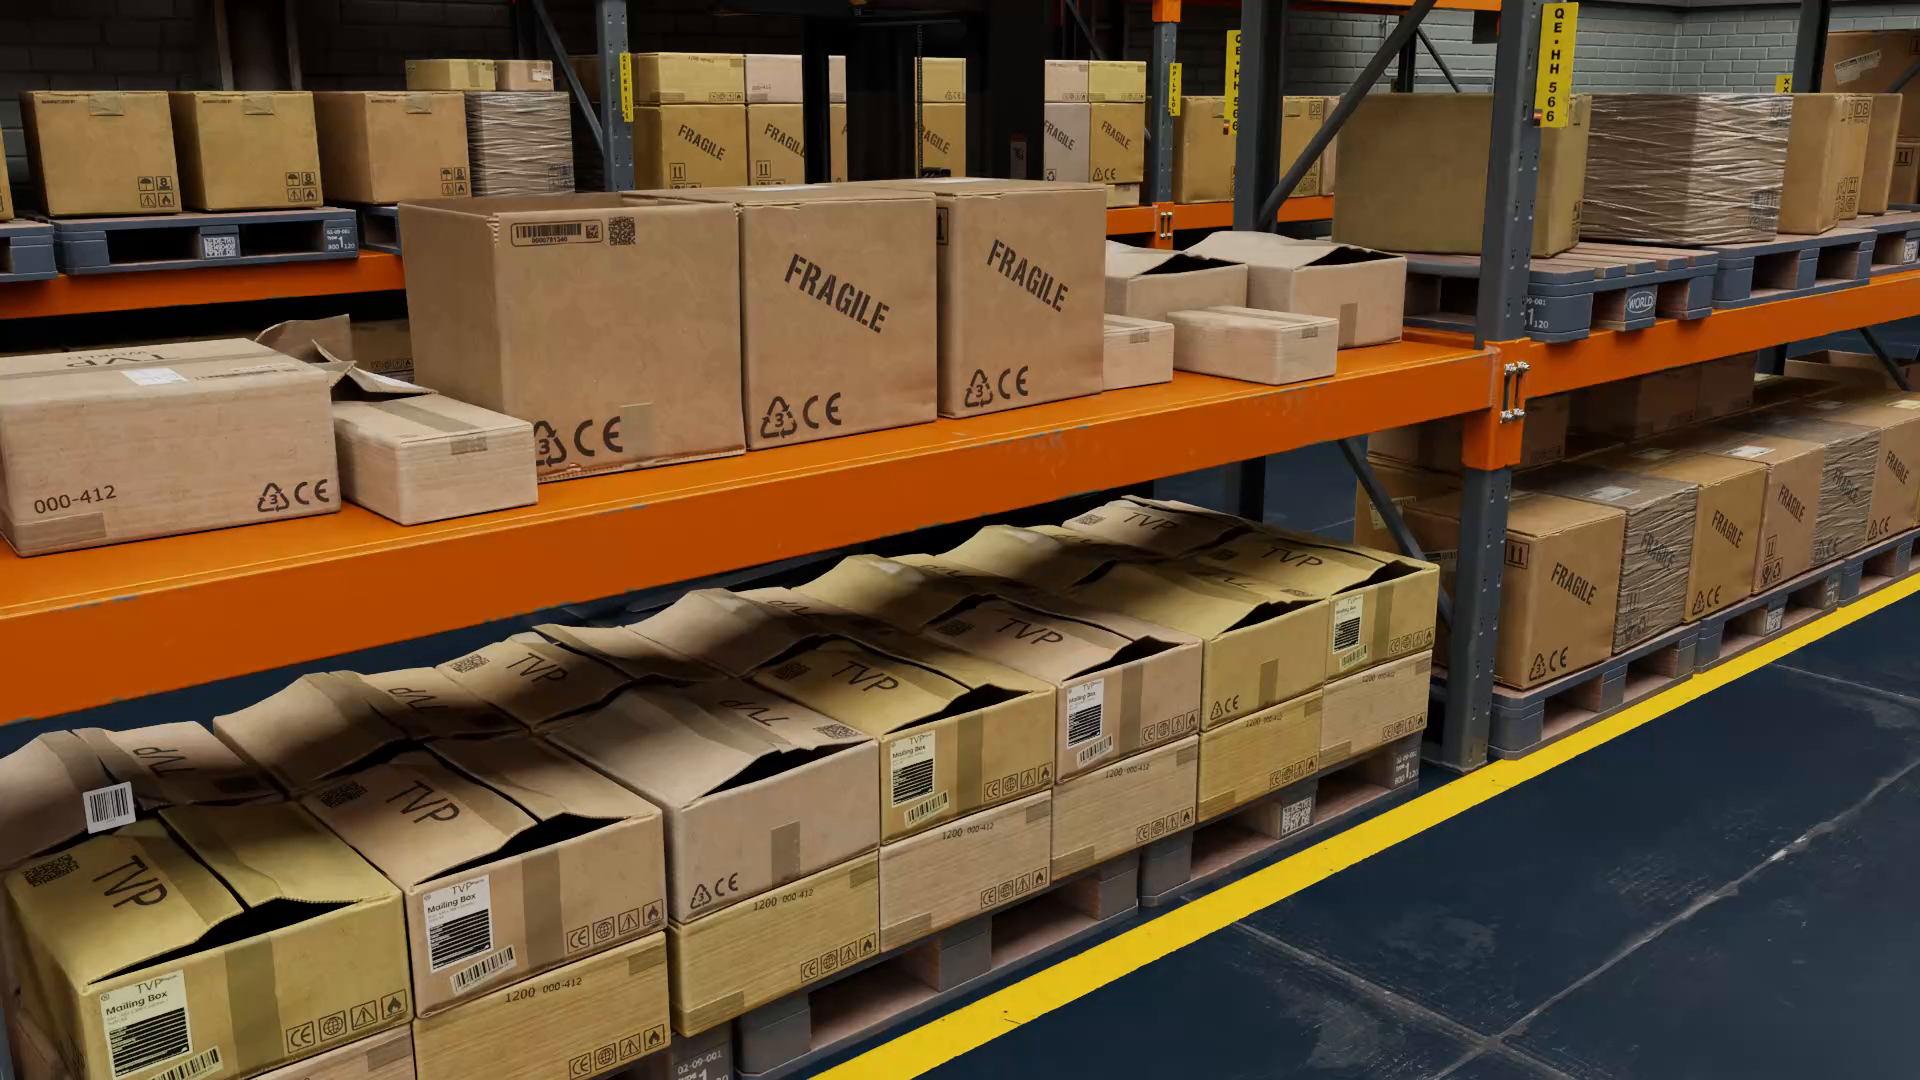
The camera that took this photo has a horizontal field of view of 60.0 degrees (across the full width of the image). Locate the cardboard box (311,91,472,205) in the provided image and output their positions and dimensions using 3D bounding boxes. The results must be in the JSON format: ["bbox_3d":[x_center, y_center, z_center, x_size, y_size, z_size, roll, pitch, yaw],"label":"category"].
[{"bbox_3d":[-2.753,-1.881,7.935,0.700,0.500,0.500,14,20,42],"label":"cardboard box"}]

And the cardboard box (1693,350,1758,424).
[{"bbox_3d":[2.991,-0.679,7.018,0.500,0.250,0.500,-13,19,-39],"label":"cardboard box"}]

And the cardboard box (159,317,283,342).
[{"bbox_3d":[-3.366,-0.865,7.713,0.500,0.250,0.500,-13,20,-40],"label":"cardboard box"}]

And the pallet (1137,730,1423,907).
[{"bbox_3d":[0.606,0.641,4.942,1.213,0.211,1.003,-13,19,-39],"label":"pallet"}]

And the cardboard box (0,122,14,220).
[{"bbox_3d":[-4.186,-1.558,6.724,0.500,0.500,0.700,-10,18,-34],"label":"cardboard box"}]

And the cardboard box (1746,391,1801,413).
[{"bbox_3d":[3.351,-0.394,7.403,0.500,0.500,0.500,-12,19,-39],"label":"cardboard box"}]

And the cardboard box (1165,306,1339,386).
[{"bbox_3d":[0.756,-0.511,4.336,0.250,0.149,0.380,-13,19,-39],"label":"cardboard box"}]

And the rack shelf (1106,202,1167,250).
[{"bbox_3d":[-0.493,-1.793,10.045,4.000,0.370,1.077,-13,19,-39],"label":"rack shelf"}]

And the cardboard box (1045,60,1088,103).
[{"bbox_3d":[0.440,-2.830,10.270,0.500,0.250,0.500,-12,19,-38],"label":"cardboard box"}]

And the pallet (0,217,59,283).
[{"bbox_3d":[-4.347,-1.133,6.550,1.213,0.211,1.003,-13,19,-39],"label":"pallet"}]

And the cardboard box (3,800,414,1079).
[{"bbox_3d":[-1.289,0.672,2.848,0.500,0.311,0.500,-13,19,-39],"label":"cardboard box"}]

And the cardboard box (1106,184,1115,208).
[{"bbox_3d":[0.772,-2.208,10.652,0.250,0.149,0.380,-12,19,-38],"label":"cardboard box"}]

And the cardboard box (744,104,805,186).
[{"bbox_3d":[-1.066,-2.123,9.077,0.500,0.500,0.500,-12,19,-38],"label":"cardboard box"}]

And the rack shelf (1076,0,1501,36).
[{"bbox_3d":[2.525,-3.920,12.195,4.000,0.370,1.077,-13,19,-39],"label":"rack shelf"}]

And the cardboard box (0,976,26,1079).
[{"bbox_3d":[-1.642,0.838,3.314,0.500,0.250,0.500,-13,20,-40],"label":"cardboard box"}]

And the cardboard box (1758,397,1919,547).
[{"bbox_3d":[3.708,-0.299,7.049,0.500,0.500,0.500,-13,19,-39],"label":"cardboard box"}]

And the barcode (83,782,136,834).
[{"bbox_3d":[-1.299,0.408,2.539,0.075,0.075,0.001,-13,19,-39],"label":"barcode"}]

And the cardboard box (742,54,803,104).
[{"bbox_3d":[-1.085,-2.484,8.975,0.500,0.250,0.500,-13,20,-40],"label":"cardboard box"}]

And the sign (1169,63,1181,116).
[{"bbox_3d":[1.380,-2.897,10.692,0.005,0.325,0.100,-13,19,-39],"label":"sign"}]

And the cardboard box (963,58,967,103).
[{"bbox_3d":[0.055,-2.744,9.947,0.500,0.250,0.500,-12,19,-38],"label":"cardboard box"}]

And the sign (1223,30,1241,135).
[{"bbox_3d":[0.890,-1.463,5.326,0.005,0.325,0.100,-13,19,-39],"label":"sign"}]

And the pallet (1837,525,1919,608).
[{"bbox_3d":[3.682,-0.023,7.429,1.213,0.211,1.003,-13,19,-39],"label":"pallet"}]

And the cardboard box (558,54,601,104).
[{"bbox_3d":[-1.830,-2.493,9.010,0.500,0.250,0.500,-12,19,-38],"label":"cardboard box"}]

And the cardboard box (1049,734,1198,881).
[{"bbox_3d":[0.248,0.596,4.219,0.500,0.250,0.500,-12,19,-38],"label":"cardboard box"}]

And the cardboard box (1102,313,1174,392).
[{"bbox_3d":[0.328,-0.490,4.258,0.250,0.149,0.380,-11,18,-35],"label":"cardboard box"}]

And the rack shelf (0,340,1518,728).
[{"bbox_3d":[-0.256,-0.152,3.900,4.000,0.370,1.077,-13,19,-39],"label":"rack shelf"}]

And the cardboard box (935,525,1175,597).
[{"bbox_3d":[0.274,0.139,4.847,0.500,0.311,0.500,-13,20,-41],"label":"cardboard box"}]

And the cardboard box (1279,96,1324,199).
[{"bbox_3d":[1.990,-2.836,11.973,0.700,0.700,0.980,-13,20,-41],"label":"cardboard box"}]

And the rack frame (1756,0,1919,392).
[{"bbox_3d":[4.271,-1.516,7.613,0.127,3.000,1.000,-13,19,-39],"label":"rack frame"}]

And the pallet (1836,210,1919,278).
[{"bbox_3d":[3.596,-1.309,7.210,1.213,0.211,1.003,-13,19,-39],"label":"pallet"}]

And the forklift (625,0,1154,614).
[{"bbox_3d":[-0.414,-1.294,6.914,1.130,2.935,3.031,13,20,39],"label":"forklift"}]

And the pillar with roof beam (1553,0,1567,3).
[{"bbox_3d":[8.329,-5.843,12.188,0.400,9.000,9.100,-13,19,-39],"label":"pillar with roof beam"}]

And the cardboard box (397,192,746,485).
[{"bbox_3d":[-0.777,-0.425,3.335,0.500,0.500,0.500,-11,18,-35],"label":"cardboard box"}]

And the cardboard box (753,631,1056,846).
[{"bbox_3d":[-0.130,0.412,3.824,0.500,0.311,0.500,-12,19,-38],"label":"cardboard box"}]

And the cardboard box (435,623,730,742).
[{"bbox_3d":[-0.881,0.396,3.882,0.500,0.311,0.500,-13,20,-40],"label":"cardboard box"}]

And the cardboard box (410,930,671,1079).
[{"bbox_3d":[-0.911,0.858,3.238,0.500,0.250,0.500,-12,19,-38],"label":"cardboard box"}]

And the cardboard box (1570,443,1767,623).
[{"bbox_3d":[2.557,-0.038,6.073,0.500,0.500,0.500,-13,20,-40],"label":"cardboard box"}]

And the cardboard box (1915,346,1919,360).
[{"bbox_3d":[5.685,-0.842,9.073,0.637,0.503,0.797,-13,19,-39],"label":"cardboard box"}]

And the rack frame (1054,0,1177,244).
[{"bbox_3d":[1.016,-2.480,11.221,0.127,3.000,1.000,-13,19,-39],"label":"rack frame"}]

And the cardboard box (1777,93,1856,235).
[{"bbox_3d":[2.978,-1.456,6.380,0.700,0.500,0.500,10,18,33],"label":"cardboard box"}]

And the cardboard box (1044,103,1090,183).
[{"bbox_3d":[0.455,-2.466,10.360,0.500,0.500,0.500,-12,19,-39],"label":"cardboard box"}]

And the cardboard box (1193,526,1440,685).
[{"bbox_3d":[1.020,0.153,4.792,0.500,0.311,0.500,-12,19,-38],"label":"cardboard box"}]

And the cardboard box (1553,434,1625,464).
[{"bbox_3d":[2.195,-0.135,6.434,0.500,0.500,0.500,-14,20,-41],"label":"cardboard box"}]
